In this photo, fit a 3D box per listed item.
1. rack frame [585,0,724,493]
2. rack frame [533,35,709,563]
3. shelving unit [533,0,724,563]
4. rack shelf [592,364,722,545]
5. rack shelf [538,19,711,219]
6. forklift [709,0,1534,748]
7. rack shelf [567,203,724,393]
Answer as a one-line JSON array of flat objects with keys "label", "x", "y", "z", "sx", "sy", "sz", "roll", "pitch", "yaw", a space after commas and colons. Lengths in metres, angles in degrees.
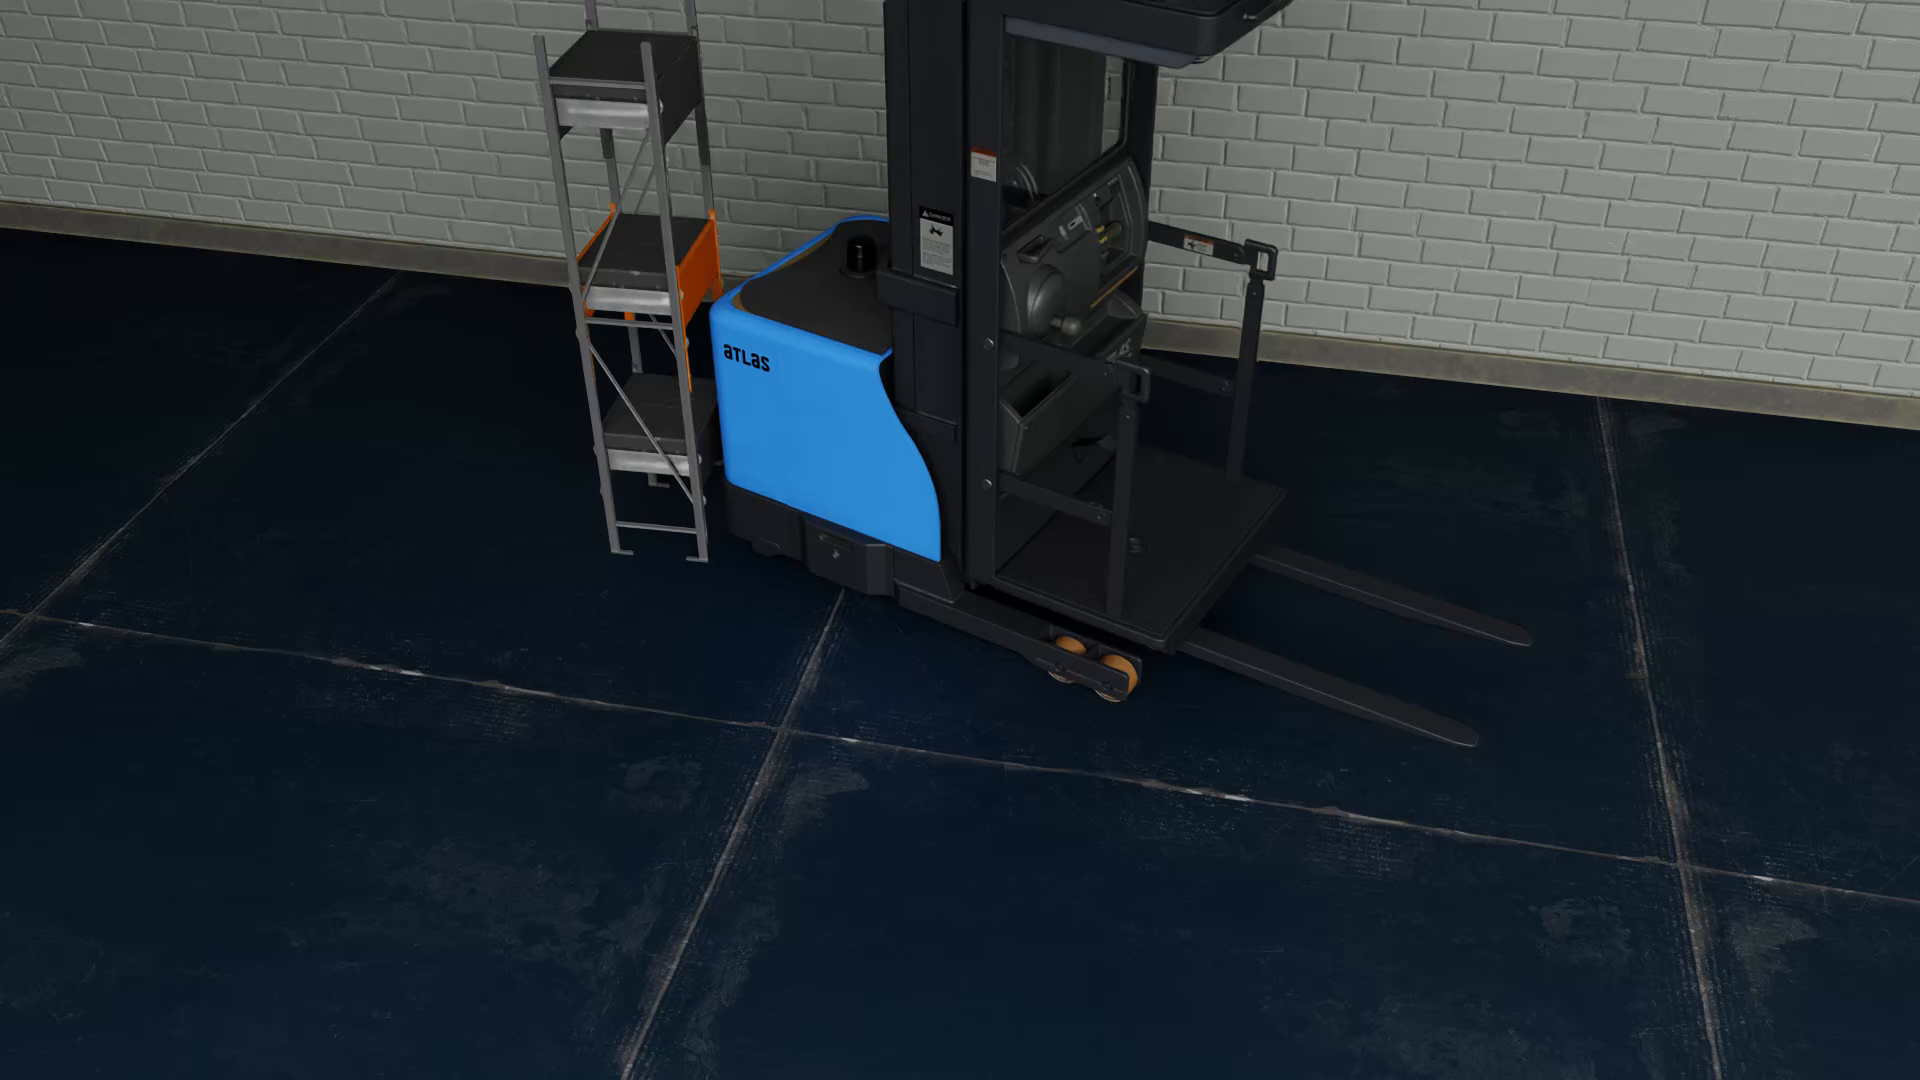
[{"label": "rack frame", "x": -1.124, "y": -1.066, "z": 6.431, "sx": 0.400, "sy": 2.100, "sz": 0.015, "roll": 5, "pitch": 36, "yaw": 7}, {"label": "rack frame", "x": -1.201, "y": -0.783, "z": 6.041, "sx": 0.400, "sy": 2.100, "sz": 0.015, "roll": 5, "pitch": 36, "yaw": 7}, {"label": "shelving unit", "x": -1.162, "y": -0.924, "z": 6.236, "sx": 0.431, "sy": 2.100, "sz": 0.503, "roll": 5, "pitch": 36, "yaw": 7}, {"label": "rack shelf", "x": -1.162, "y": -0.346, "z": 6.655, "sx": 0.431, "sy": 0.518, "sz": 0.480, "roll": 5, "pitch": 36, "yaw": 7}, {"label": "rack shelf", "x": -1.162, "y": -1.480, "z": 5.833, "sx": 0.431, "sy": 0.518, "sz": 0.480, "roll": 5, "pitch": 36, "yaw": 7}, {"label": "forklift", "x": 0.577, "y": -0.967, "z": 5.586, "sx": 3.031, "sy": 2.935, "sz": 1.130, "roll": 20, "pitch": 41, "yaw": 25}, {"label": "rack shelf", "x": -1.162, "y": -0.913, "z": 6.244, "sx": 0.431, "sy": 0.518, "sz": 0.480, "roll": 5, "pitch": 36, "yaw": 7}]
